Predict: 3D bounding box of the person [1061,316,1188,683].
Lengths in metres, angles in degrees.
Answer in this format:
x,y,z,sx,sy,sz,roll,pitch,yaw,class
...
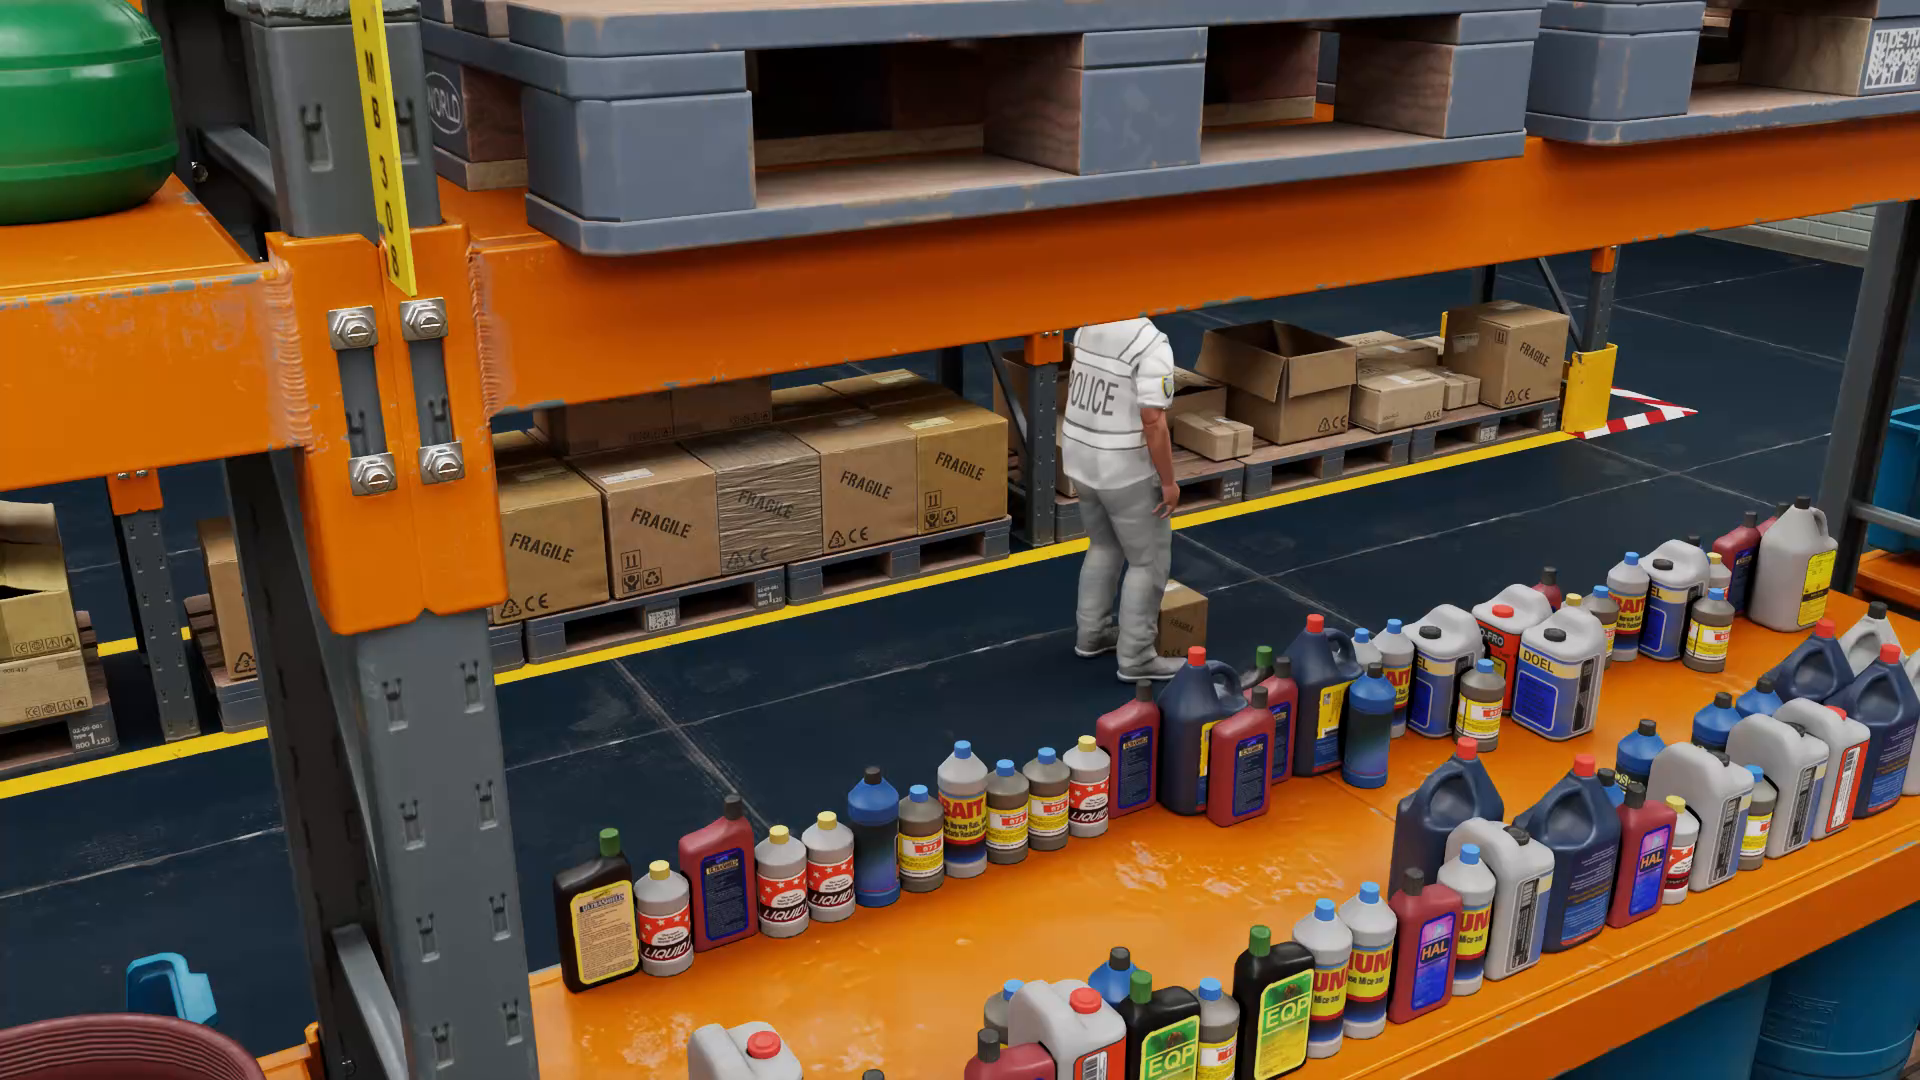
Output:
x,y,z,sx,sy,sz,roll,pitch,yaw,class
0.660,-0.293,6.817,0.437,1.747,0.596,-14,25,-31,person
